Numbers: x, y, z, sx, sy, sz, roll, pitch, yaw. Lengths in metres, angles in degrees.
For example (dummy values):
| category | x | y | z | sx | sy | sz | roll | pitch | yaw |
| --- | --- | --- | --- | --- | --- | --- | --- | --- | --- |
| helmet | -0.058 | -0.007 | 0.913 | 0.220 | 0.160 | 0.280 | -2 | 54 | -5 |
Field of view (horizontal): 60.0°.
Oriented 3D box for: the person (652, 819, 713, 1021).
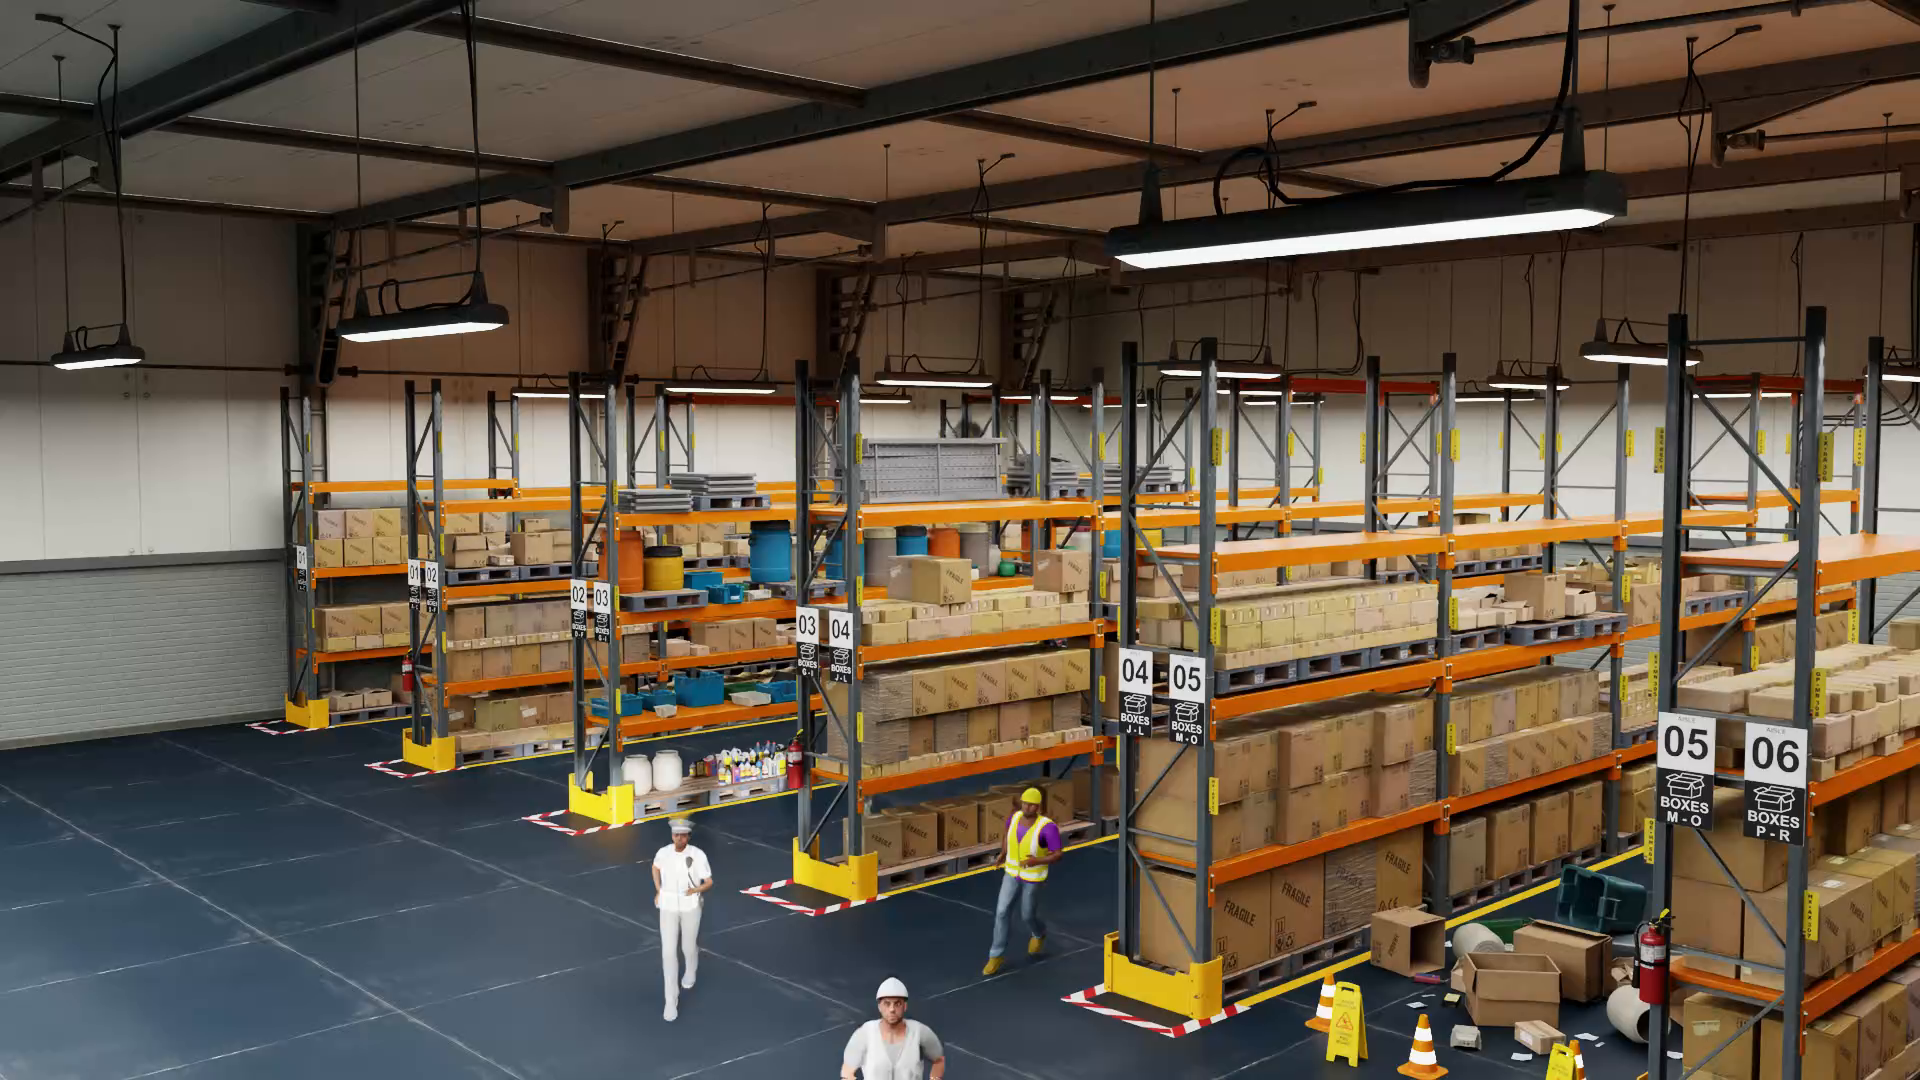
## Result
| category | x | y | z | sx | sy | sz | roll | pitch | yaw |
| --- | --- | --- | --- | --- | --- | --- | --- | --- | --- |
| person | -2.515 | 3.349 | 15.033 | 0.575 | 1.725 | 0.910 | 0 | 4 | -3 |

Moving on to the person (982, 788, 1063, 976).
| category | x | y | z | sx | sy | sz | roll | pitch | yaw |
| --- | --- | --- | --- | --- | --- | --- | --- | --- | --- |
| person | 0.664 | 3.260 | 16.096 | 0.729 | 1.770 | 0.935 | 2 | 4 | 29 |

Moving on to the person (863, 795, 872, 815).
| category | x | y | z | sx | sy | sz | roll | pitch | yaw |
| --- | --- | --- | --- | --- | --- | --- | --- | --- | --- |
| person | -1.338 | 2.964 | 21.930 | 0.516 | 1.605 | 0.854 | 2 | 4 | 25 |

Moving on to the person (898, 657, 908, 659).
| category | x | y | z | sx | sy | sz | roll | pitch | yaw |
| --- | --- | --- | --- | --- | --- | --- | --- | --- | --- |
| person | -0.990 | 2.472 | 28.508 | 0.715 | 1.731 | 0.826 | 3 | 5 | 39 |

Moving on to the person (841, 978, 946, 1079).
| category | x | y | z | sx | sy | sz | roll | pitch | yaw |
| --- | --- | --- | --- | --- | --- | --- | --- | --- | --- |
| person | -0.415 | 3.621 | 10.490 | 0.667 | 1.749 | 0.745 | 0 | 4 | -4 |
